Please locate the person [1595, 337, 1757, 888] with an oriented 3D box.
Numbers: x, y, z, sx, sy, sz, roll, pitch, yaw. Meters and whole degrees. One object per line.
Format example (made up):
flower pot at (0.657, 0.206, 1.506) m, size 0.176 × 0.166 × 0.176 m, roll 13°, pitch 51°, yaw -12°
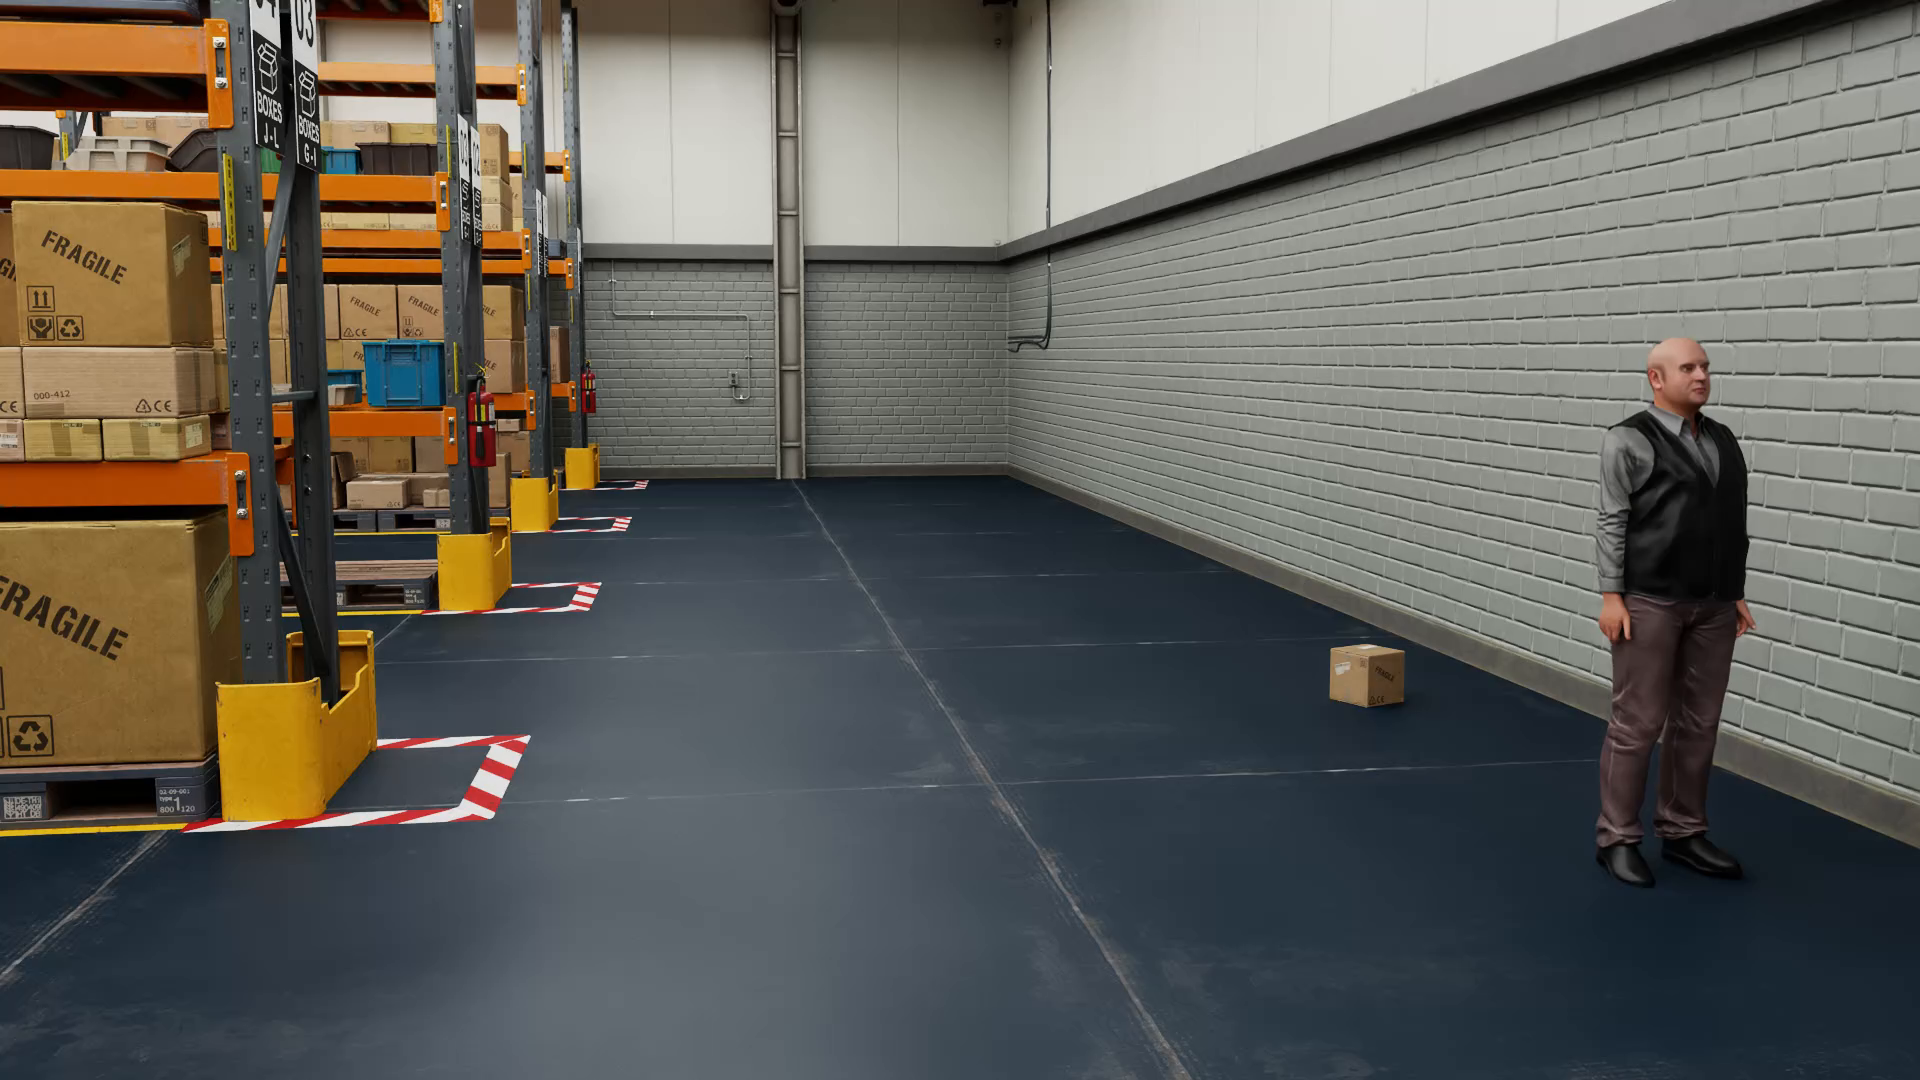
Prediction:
person at (2.320, 0.224, 5.372) m, size 0.538 × 1.745 × 0.378 m, roll -2°, pitch 7°, yaw -18°
